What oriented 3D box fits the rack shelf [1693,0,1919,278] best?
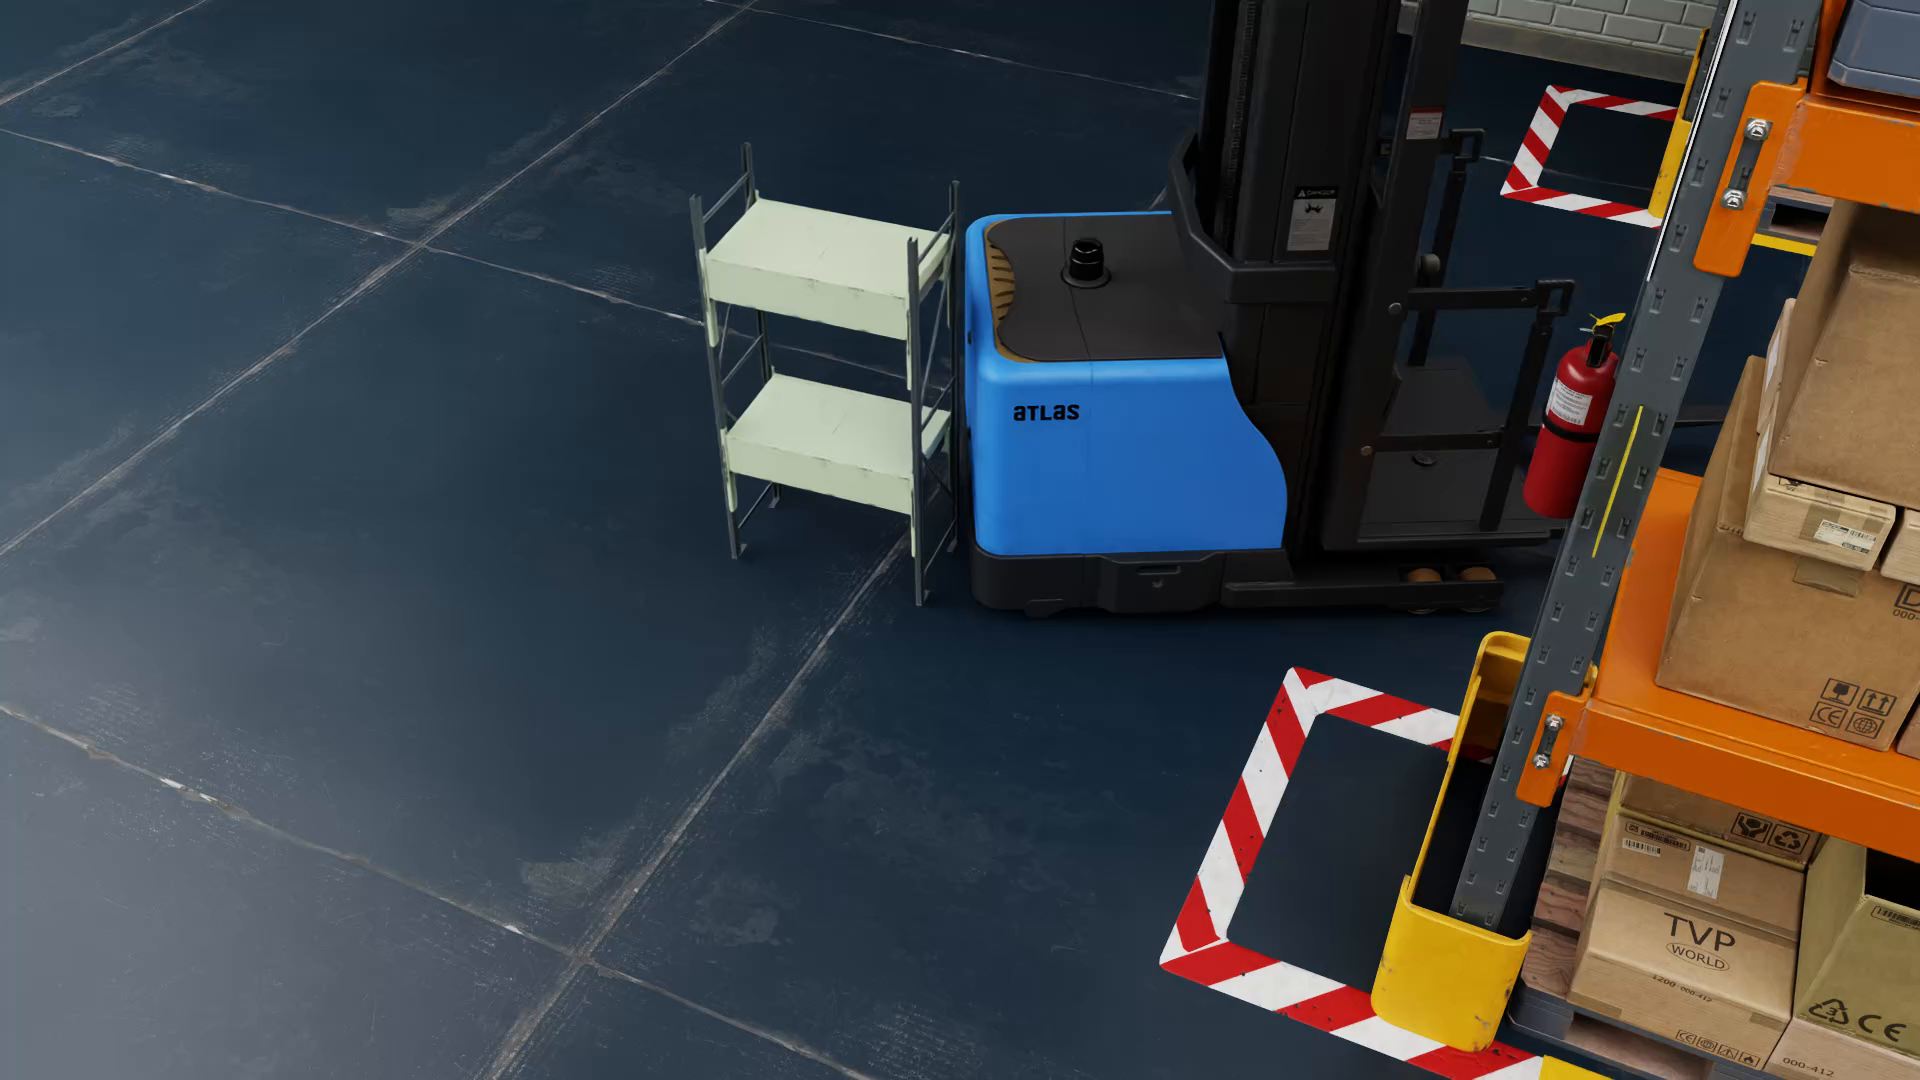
[{"bbox_3d":[3.384,-0.393,2.673,4.000,0.370,1.077,17,44,19],"label":"rack shelf"}]

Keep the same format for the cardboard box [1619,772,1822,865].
[{"bbox_3d":[2.183,0.483,4.608,0.500,0.500,0.500,17,44,19],"label":"cardboard box"}]

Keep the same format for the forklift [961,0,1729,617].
[{"bbox_3d":[1.538,-1.191,5.386,3.031,2.935,1.130,-2,41,-2],"label":"forklift"}]

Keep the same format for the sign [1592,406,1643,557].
[{"bbox_3d":[1.331,-0.115,3.371,0.005,0.325,0.100,17,44,19],"label":"sign"}]

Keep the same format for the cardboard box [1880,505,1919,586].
[{"bbox_3d":[2.076,-0.060,3.458,0.250,0.149,0.380,16,43,18],"label":"cardboard box"}]

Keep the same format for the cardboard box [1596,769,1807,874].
[{"bbox_3d":[2.182,0.768,4.852,0.500,0.250,0.500,17,44,19],"label":"cardboard box"}]

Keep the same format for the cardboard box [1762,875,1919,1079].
[{"bbox_3d":[2.418,1.212,4.341,0.500,0.250,0.500,17,44,19],"label":"cardboard box"}]

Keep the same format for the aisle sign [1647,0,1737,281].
[{"bbox_3d":[1.382,-0.904,3.018,0.004,0.787,0.394,17,44,19],"label":"aisle sign"}]

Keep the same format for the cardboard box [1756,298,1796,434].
[{"bbox_3d":[1.998,-0.376,3.822,0.250,0.149,0.380,16,44,18],"label":"cardboard box"}]

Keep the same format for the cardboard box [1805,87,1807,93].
[{"bbox_3d":[4.251,-1.932,7.906,0.500,0.311,0.500,12,42,14],"label":"cardboard box"}]

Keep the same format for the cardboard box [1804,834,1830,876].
[{"bbox_3d":[2.640,0.899,4.701,0.500,0.250,0.500,17,44,19],"label":"cardboard box"}]

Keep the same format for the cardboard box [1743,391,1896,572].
[{"bbox_3d":[1.836,-0.132,3.540,0.250,0.149,0.380,17,44,18],"label":"cardboard box"}]

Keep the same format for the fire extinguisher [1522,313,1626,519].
[{"bbox_3d":[1.661,-0.365,4.440,0.183,0.674,0.296,17,44,19],"label":"fire extinguisher"}]

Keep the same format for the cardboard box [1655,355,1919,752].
[{"bbox_3d":[1.989,0.014,3.868,0.500,0.500,0.700,17,44,19],"label":"cardboard box"}]

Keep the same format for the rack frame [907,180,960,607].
[{"bbox_3d":[-0.079,-0.450,5.624,0.023,1.500,0.400,14,43,15],"label":"rack frame"}]

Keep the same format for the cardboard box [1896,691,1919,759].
[{"bbox_3d":[2.467,0.156,3.703,0.500,0.500,0.700,18,44,20],"label":"cardboard box"}]

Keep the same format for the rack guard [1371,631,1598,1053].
[{"bbox_3d":[1.550,0.853,4.885,0.348,0.500,1.175,17,44,19],"label":"rack guard"}]

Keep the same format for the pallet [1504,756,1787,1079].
[{"bbox_3d":[2.282,1.155,4.756,1.213,0.211,1.003,17,44,19],"label":"pallet"}]

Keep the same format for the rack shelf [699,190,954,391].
[{"bbox_3d":[-0.423,-0.828,5.464,0.720,0.370,0.431,14,43,15],"label":"rack shelf"}]

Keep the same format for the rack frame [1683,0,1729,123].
[{"bbox_3d":[3.662,-3.027,7.452,0.127,3.000,1.000,17,44,19],"label":"rack frame"}]

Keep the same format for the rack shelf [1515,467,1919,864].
[{"bbox_3d":[3.384,0.740,3.655,4.000,0.370,1.077,17,44,19],"label":"rack shelf"}]

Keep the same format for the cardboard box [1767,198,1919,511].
[{"bbox_3d":[2.037,-0.462,3.426,0.500,0.500,0.700,17,44,19],"label":"cardboard box"}]

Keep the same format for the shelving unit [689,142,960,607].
[{"bbox_3d":[-0.423,-0.533,5.720,0.755,1.500,0.431,14,43,15],"label":"shelving unit"}]

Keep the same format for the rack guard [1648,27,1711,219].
[{"bbox_3d":[3.731,-2.061,8.246,0.348,0.500,1.175,17,44,19],"label":"rack guard"}]

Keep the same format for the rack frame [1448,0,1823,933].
[{"bbox_3d":[1.571,-0.085,4.058,0.127,3.000,1.000,17,44,19],"label":"rack frame"}]

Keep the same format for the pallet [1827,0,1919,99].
[{"bbox_3d":[2.201,-0.974,2.861,1.213,0.211,1.003,17,44,19],"label":"pallet"}]

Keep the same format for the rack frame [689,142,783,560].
[{"bbox_3d":[-0.766,-0.616,5.816,0.023,1.500,0.400,14,43,15],"label":"rack frame"}]

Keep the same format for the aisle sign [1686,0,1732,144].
[{"bbox_3d":[1.636,-1.260,3.429,0.004,0.787,0.394,17,44,19],"label":"aisle sign"}]

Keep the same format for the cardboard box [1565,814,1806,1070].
[{"bbox_3d":[1.963,1.075,4.498,0.500,0.250,0.500,17,44,19],"label":"cardboard box"}]

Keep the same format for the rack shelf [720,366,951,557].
[{"bbox_3d":[-0.423,-0.287,5.933,0.720,0.370,0.431,14,43,15],"label":"rack shelf"}]

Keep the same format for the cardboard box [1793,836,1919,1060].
[{"bbox_3d":[2.417,0.929,4.094,0.500,0.500,0.500,17,44,19],"label":"cardboard box"}]

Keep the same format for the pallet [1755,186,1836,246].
[{"bbox_3d":[4.453,-1.706,8.057,1.213,0.211,1.003,17,44,19],"label":"pallet"}]
